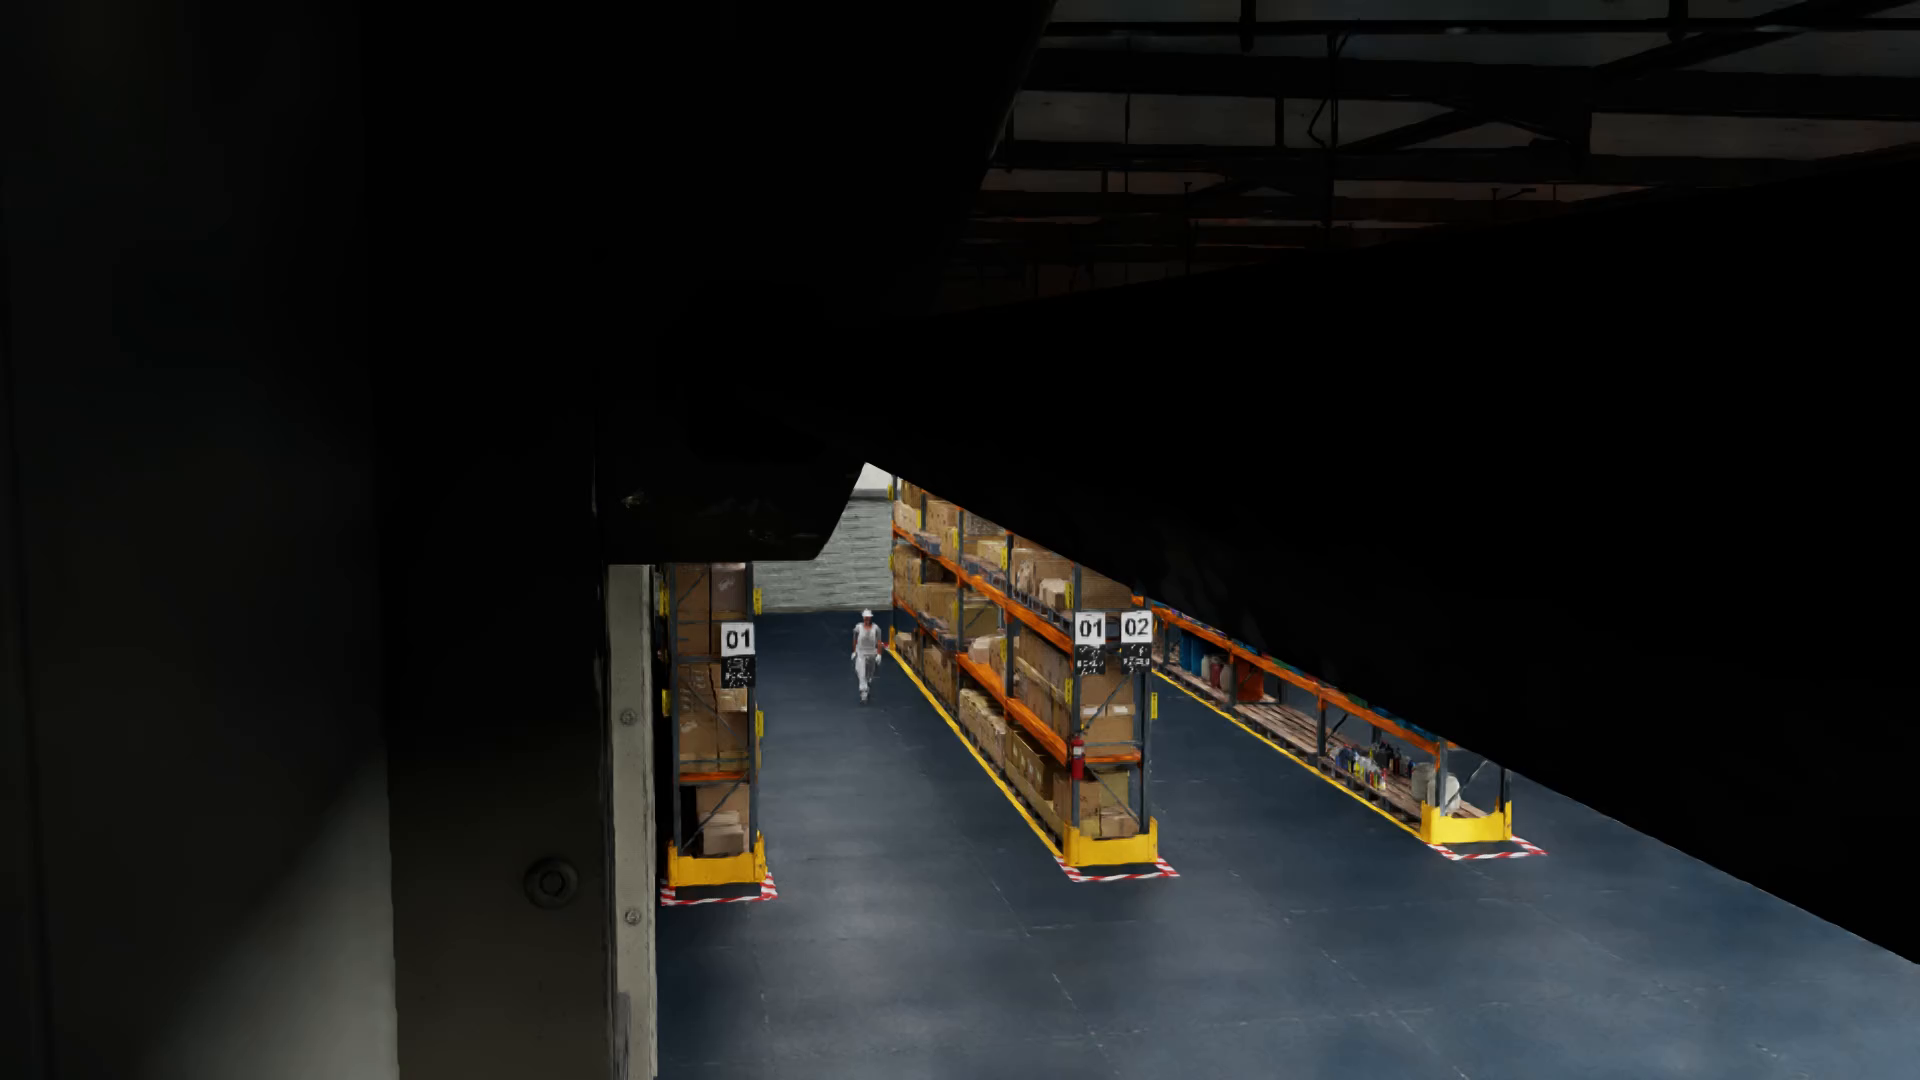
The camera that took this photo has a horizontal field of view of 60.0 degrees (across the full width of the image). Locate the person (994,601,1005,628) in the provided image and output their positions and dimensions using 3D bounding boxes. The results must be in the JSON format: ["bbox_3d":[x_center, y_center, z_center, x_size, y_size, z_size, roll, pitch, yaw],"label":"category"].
[{"bbox_3d":[0.712,1.658,35.873,0.580,1.618,0.507,-1,6,-12],"label":"person"}]

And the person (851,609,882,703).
[{"bbox_3d":[-1.721,2.123,30.945,0.550,1.709,1.128,-1,6,-12],"label":"person"}]
